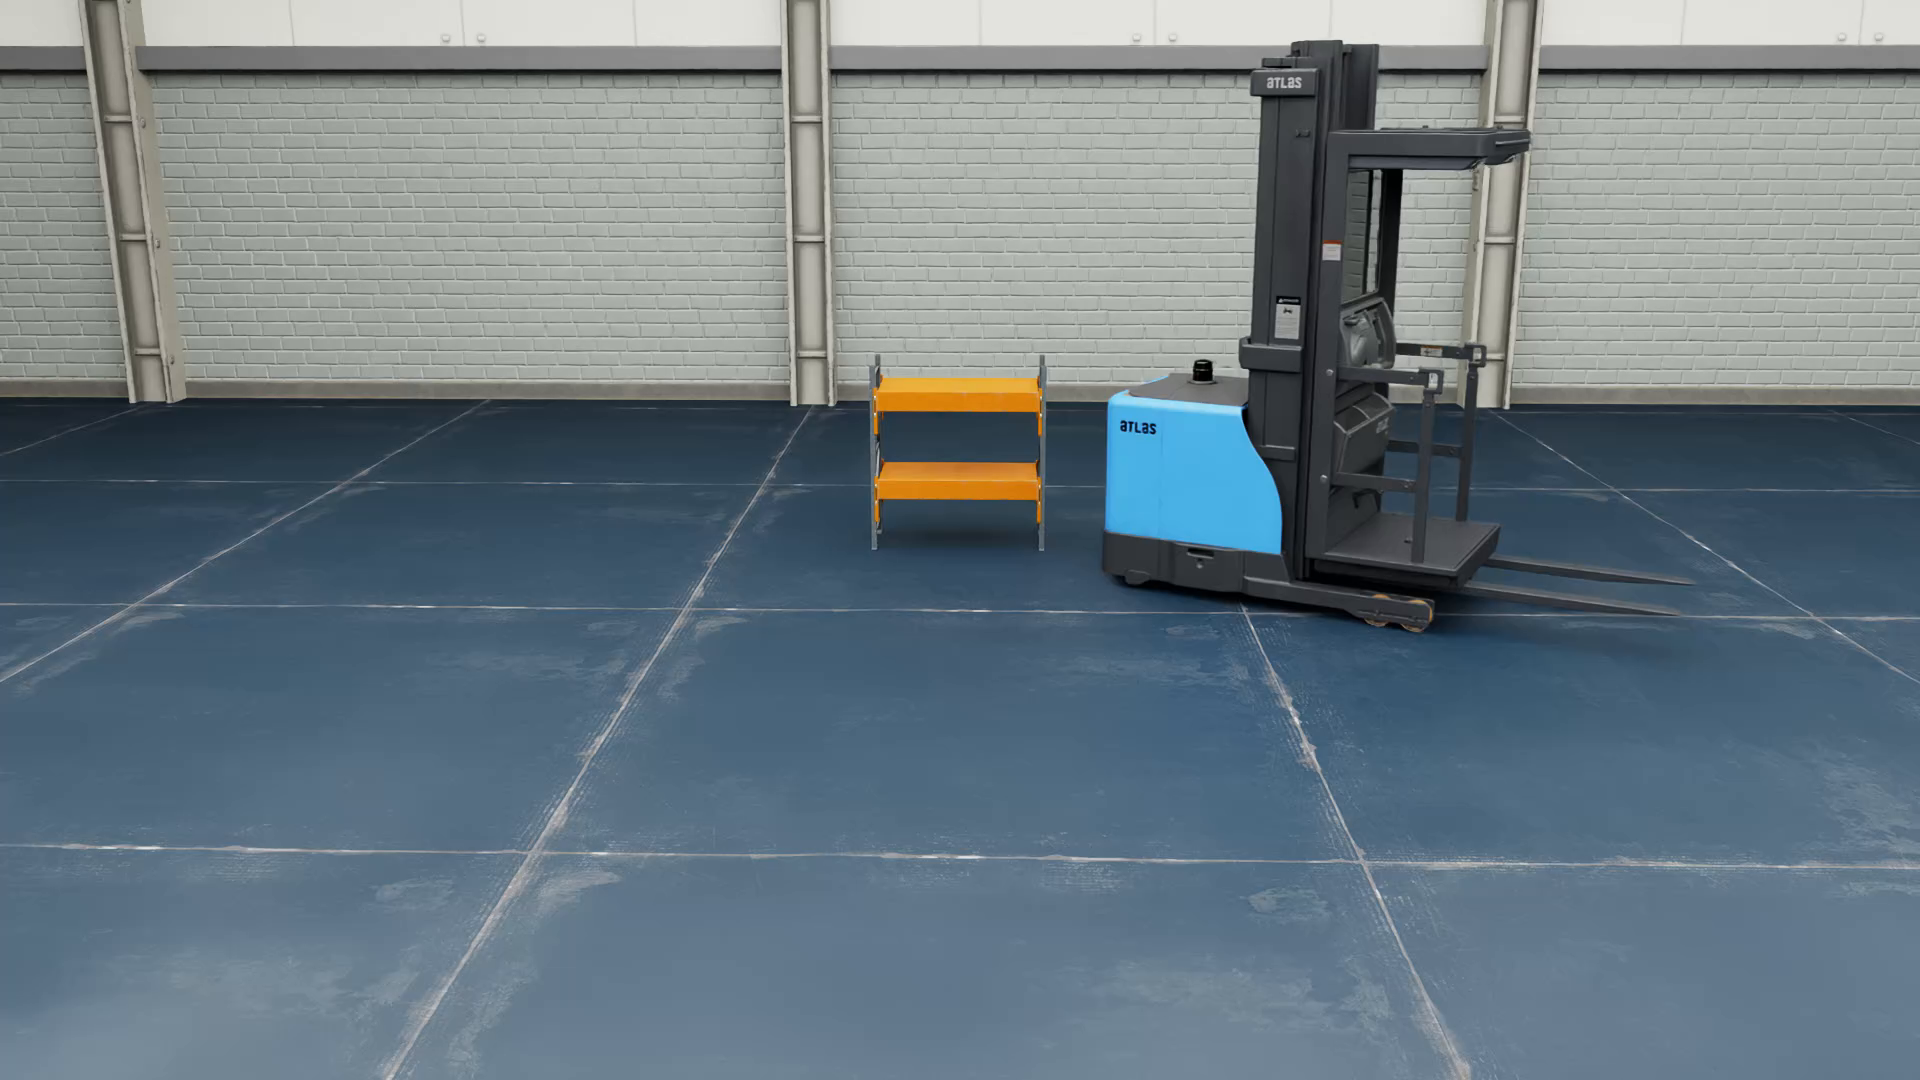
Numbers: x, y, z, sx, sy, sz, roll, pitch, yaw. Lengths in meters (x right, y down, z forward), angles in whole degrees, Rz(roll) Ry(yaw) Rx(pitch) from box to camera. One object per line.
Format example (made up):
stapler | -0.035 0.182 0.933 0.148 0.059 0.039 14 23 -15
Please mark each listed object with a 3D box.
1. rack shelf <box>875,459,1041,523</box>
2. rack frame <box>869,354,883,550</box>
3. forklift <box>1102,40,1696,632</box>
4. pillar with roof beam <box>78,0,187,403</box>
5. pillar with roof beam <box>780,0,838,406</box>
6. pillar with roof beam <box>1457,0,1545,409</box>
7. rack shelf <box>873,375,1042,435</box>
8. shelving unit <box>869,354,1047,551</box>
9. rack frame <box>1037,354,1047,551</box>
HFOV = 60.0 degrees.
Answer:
rack shelf | -0.007 -0.308 10.259 1.000 0.278 0.538 0 15 1
rack frame | -0.515 -0.547 10.209 0.032 1.125 0.500 0 15 1
forklift | 2.343 -1.098 8.758 3.031 2.935 1.130 8 17 28
pillar with roof beam | -7.426 -4.533 9.880 0.400 9.000 9.100 0 15 1
pillar with roof beam | -1.428 -4.494 9.732 0.400 9.000 9.100 0 15 1
pillar with roof beam | 4.570 -4.454 9.584 0.400 9.000 9.100 0 15 1
rack shelf | -0.007 -0.827 10.122 1.000 0.278 0.538 0 15 1
shelving unit | -0.007 -0.544 10.197 1.048 1.125 0.538 0 15 1
rack frame | 0.501 -0.541 10.184 0.032 1.125 0.500 0 15 1
